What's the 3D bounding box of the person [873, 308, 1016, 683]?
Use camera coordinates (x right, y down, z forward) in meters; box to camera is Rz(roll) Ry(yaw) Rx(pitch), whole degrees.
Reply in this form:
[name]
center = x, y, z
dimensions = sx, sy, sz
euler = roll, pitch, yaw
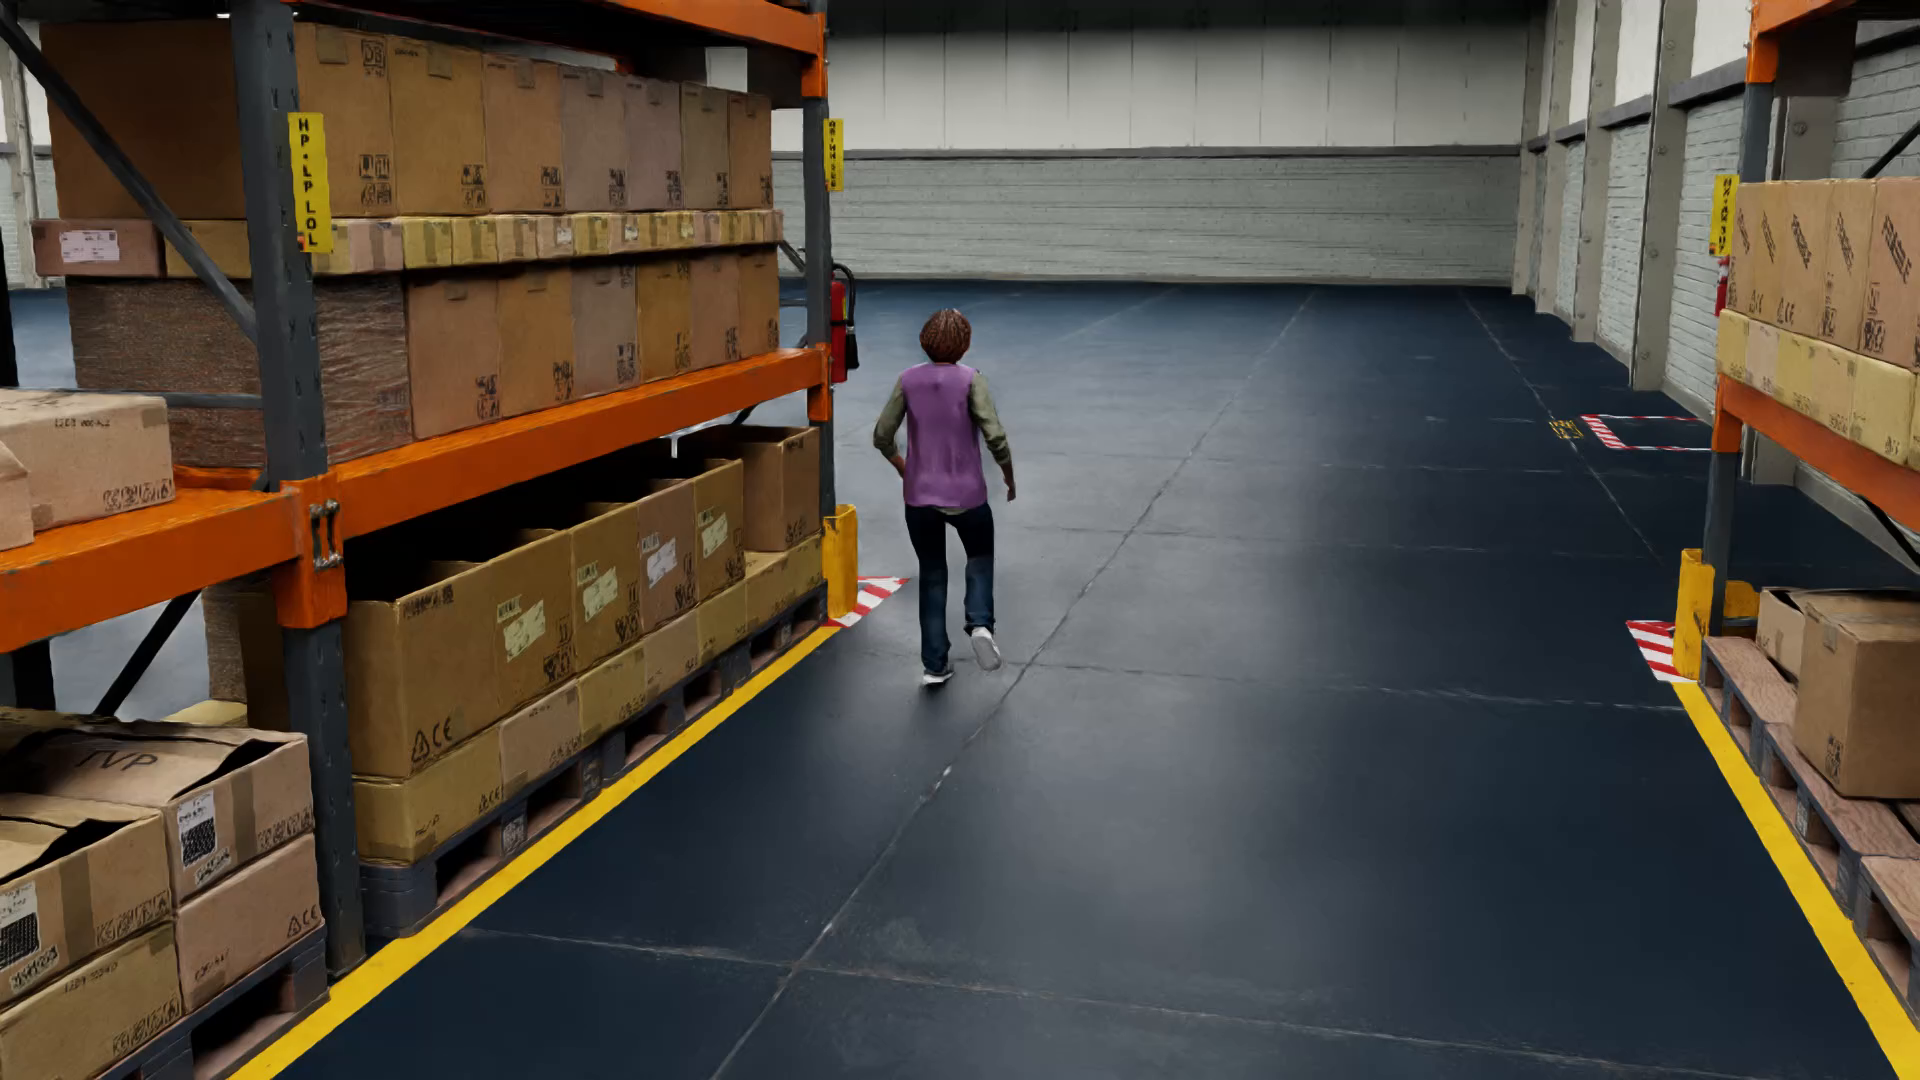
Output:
[person]
center = -0.061, -0.130, 6.886
dimensions = 0.585, 1.481, 0.441
euler = 2, 12, 9
